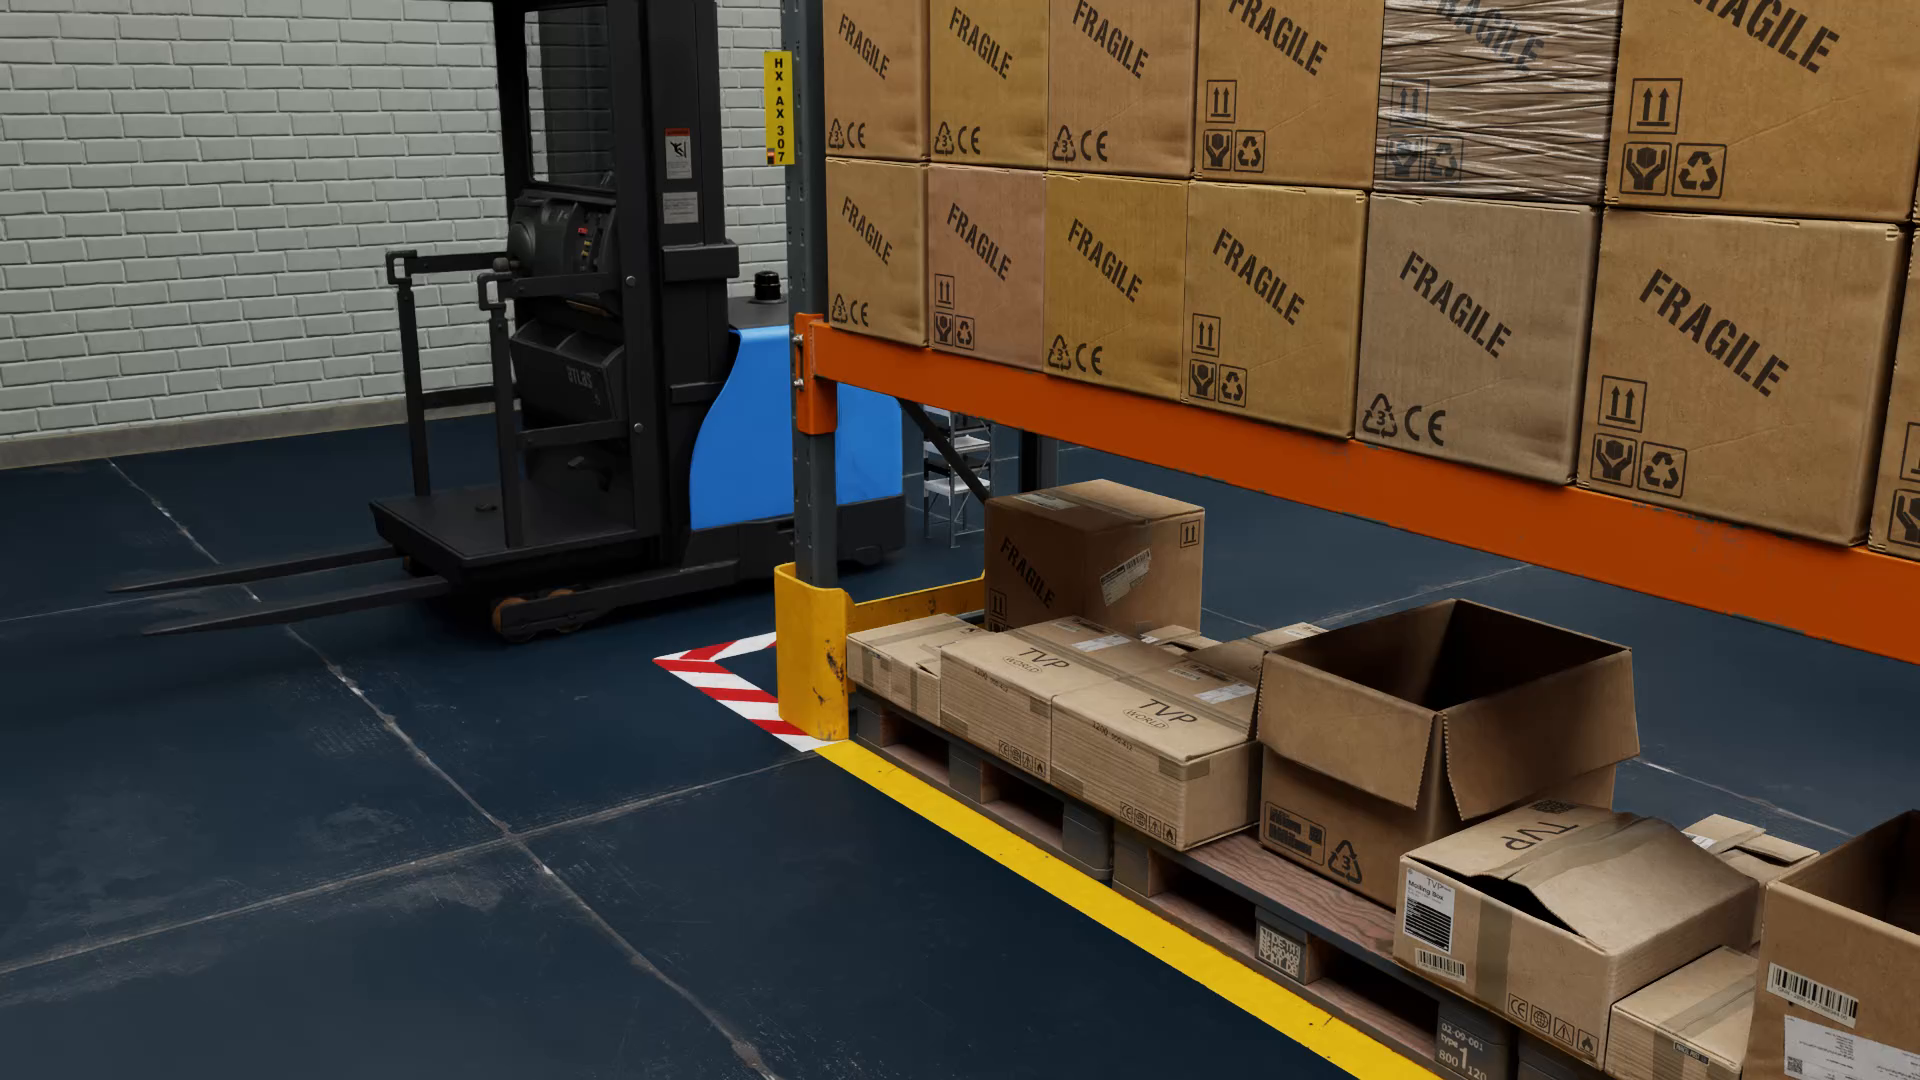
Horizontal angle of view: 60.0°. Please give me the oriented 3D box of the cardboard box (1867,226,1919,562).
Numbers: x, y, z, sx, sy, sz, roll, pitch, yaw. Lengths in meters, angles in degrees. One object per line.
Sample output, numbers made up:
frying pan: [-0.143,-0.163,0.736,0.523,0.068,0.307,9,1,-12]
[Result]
cardboard box: [1.756,-0.208,2.464,0.500,0.500,0.500,-10,18,-34]

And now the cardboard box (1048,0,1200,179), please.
cardboard box: [0.557,-1.124,3.916,0.500,0.500,0.500,-11,19,-34]

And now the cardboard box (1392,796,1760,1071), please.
cardboard box: [1.252,0.754,3.398,0.500,0.311,0.500,-11,19,-35]

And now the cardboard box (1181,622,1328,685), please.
cardboard box: [0.959,0.453,4.616,0.500,0.250,0.500,-11,19,-35]

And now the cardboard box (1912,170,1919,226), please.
cardboard box: [1.751,-0.691,2.335,0.500,0.500,0.500,-11,19,-34]

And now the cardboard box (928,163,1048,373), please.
cardboard box: [0.261,-0.750,4.445,0.500,0.500,0.500,-11,19,-35]

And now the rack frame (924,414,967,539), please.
rack frame: [-0.065,-0.457,7.543,0.240,0.900,0.006,-11,19,-35]

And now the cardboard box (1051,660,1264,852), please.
cardboard box: [0.584,0.541,4.293,0.500,0.250,0.500,-11,19,-35]

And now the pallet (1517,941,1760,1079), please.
pallet: [1.855,1.106,3.137,1.003,0.211,1.213,-11,19,-35]

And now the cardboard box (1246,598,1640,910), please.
cardboard box: [1.149,0.499,3.967,0.797,0.503,0.637,-11,19,-35]

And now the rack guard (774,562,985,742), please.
rack guard: [-0.050,0.275,5.624,1.175,0.500,0.348,-11,19,-35]

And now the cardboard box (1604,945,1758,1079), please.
cardboard box: [1.424,0.922,3.093,0.380,0.149,0.250,-11,19,-35]

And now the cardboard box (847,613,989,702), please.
cardboard box: [-0.126,0.359,5.150,0.380,0.149,0.250,-11,19,-35]

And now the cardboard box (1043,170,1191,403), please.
cardboard box: [0.554,-0.642,4.052,0.500,0.500,0.500,-11,19,-35]

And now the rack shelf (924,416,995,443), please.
rack shelf: [-0.005,-0.490,7.449,0.258,0.077,0.200,-11,19,-35]

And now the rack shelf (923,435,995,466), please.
rack shelf: [-0.005,-0.404,7.472,0.258,0.077,0.200,-11,19,-35]

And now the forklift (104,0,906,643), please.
forklift: [-1.720,-1.189,6.369,3.031,2.935,1.130,-11,19,-35]

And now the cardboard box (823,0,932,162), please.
cardboard box: [-0.047,-1.342,4.713,0.500,0.500,0.500,-10,18,-33]

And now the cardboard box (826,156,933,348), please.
cardboard box: [-0.047,-0.859,4.845,0.500,0.500,0.500,-10,18,-33]

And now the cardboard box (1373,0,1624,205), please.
cardboard box: [1.151,-0.908,3.127,0.500,0.500,0.500,-11,19,-34]

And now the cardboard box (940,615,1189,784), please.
cardboard box: [0.290,0.434,4.683,0.500,0.250,0.500,-11,19,-35]

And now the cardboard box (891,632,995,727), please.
cardboard box: [0.021,0.404,4.953,0.380,0.166,0.250,-11,19,-35]

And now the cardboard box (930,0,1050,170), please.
cardboard box: [0.267,-1.231,4.309,0.500,0.500,0.500,-11,19,-34]

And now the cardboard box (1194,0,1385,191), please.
cardboard box: [0.856,-1.015,3.520,0.500,0.500,0.500,-11,19,-35]

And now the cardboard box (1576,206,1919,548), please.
cardboard box: [1.452,-0.318,2.865,0.500,0.500,0.500,-10,18,-33]

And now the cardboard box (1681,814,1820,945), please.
cardboard box: [1.669,0.755,3.668,0.380,0.166,0.250,-11,19,-35]

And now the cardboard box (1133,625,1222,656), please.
cardboard box: [0.590,0.386,5.018,0.380,0.166,0.250,-11,19,-35]

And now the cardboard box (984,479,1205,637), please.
cardboard box: [0.425,0.125,5.341,0.500,0.500,0.500,-11,19,-35]

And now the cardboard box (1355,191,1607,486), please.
cardboard box: [1.148,-0.427,3.265,0.500,0.500,0.500,-10,18,-33]

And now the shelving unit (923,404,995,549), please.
shelving unit: [-0.005,-0.436,7.464,0.258,0.900,0.210,-11,19,-35]

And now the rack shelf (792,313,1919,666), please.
rack shelf: [1.082,-0.173,3.888,1.077,0.370,4.000,-11,19,-35]

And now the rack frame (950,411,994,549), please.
rack frame: [0.055,-0.414,7.384,0.240,0.900,0.006,-11,19,-35]

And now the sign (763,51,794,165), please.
sign: [-0.533,-1.280,4.931,0.100,0.325,0.005,-11,19,-35]

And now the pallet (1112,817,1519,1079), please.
pallet: [1.133,0.845,4.090,1.003,0.211,1.213,-11,19,-35]

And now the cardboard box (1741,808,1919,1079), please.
cardboard box: [1.693,0.823,2.788,0.500,0.500,0.500,-11,19,-35]

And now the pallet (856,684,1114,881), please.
pallet: [0.420,0.585,5.041,1.003,0.211,1.213,-11,19,-35]

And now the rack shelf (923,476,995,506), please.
rack shelf: [-0.005,-0.230,7.520,0.258,0.077,0.200,-11,19,-35]

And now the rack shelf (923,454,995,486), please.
rack shelf: [-0.005,-0.317,7.496,0.258,0.077,0.200,-11,19,-35]

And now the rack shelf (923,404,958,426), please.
rack shelf: [-0.005,-0.577,7.425,0.258,0.077,0.200,-11,19,-35]

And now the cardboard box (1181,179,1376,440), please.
cardboard box: [0.846,-0.535,3.661,0.500,0.500,0.500,-11,19,-34]

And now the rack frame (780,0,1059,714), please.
rack frame: [-0.094,-0.947,5.353,1.000,3.000,0.127,-11,19,-35]

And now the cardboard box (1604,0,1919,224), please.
cardboard box: [1.447,-0.800,2.733,0.500,0.500,0.500,-11,19,-36]
